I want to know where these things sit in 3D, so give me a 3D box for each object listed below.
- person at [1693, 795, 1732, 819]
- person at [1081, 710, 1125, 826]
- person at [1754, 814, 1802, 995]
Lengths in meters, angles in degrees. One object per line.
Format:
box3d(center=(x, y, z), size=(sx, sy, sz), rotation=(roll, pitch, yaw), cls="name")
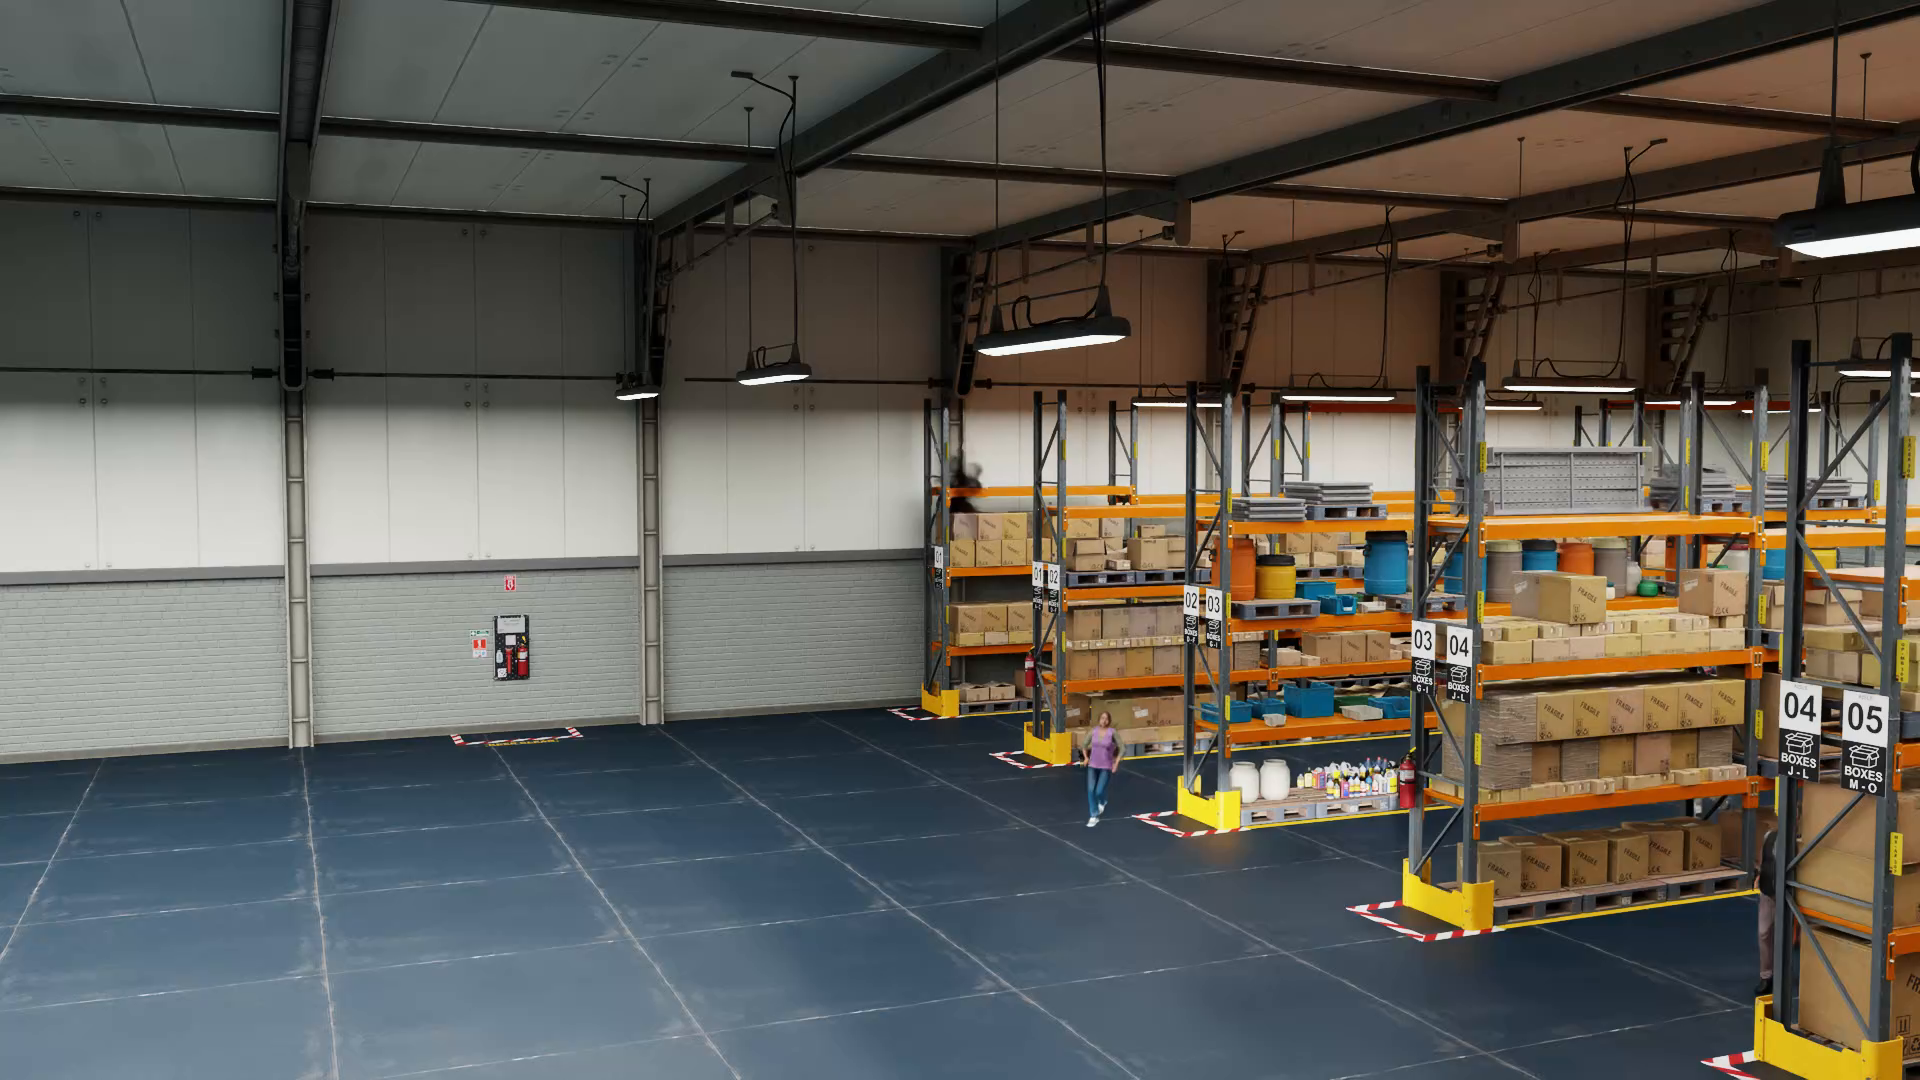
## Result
box3d(center=(9.866, 2.966, 21.913), size=(0.872, 1.777, 0.673), rotation=(-2, 4, -28), cls="person")
box3d(center=(1.917, 3.083, 22.446), size=(0.602, 1.550, 0.512), rotation=(1, 4, 20), cls="person")
box3d(center=(7.825, 3.390, 15.757), size=(0.894, 1.723, 0.662), rotation=(-3, 4, -37), cls="person")
